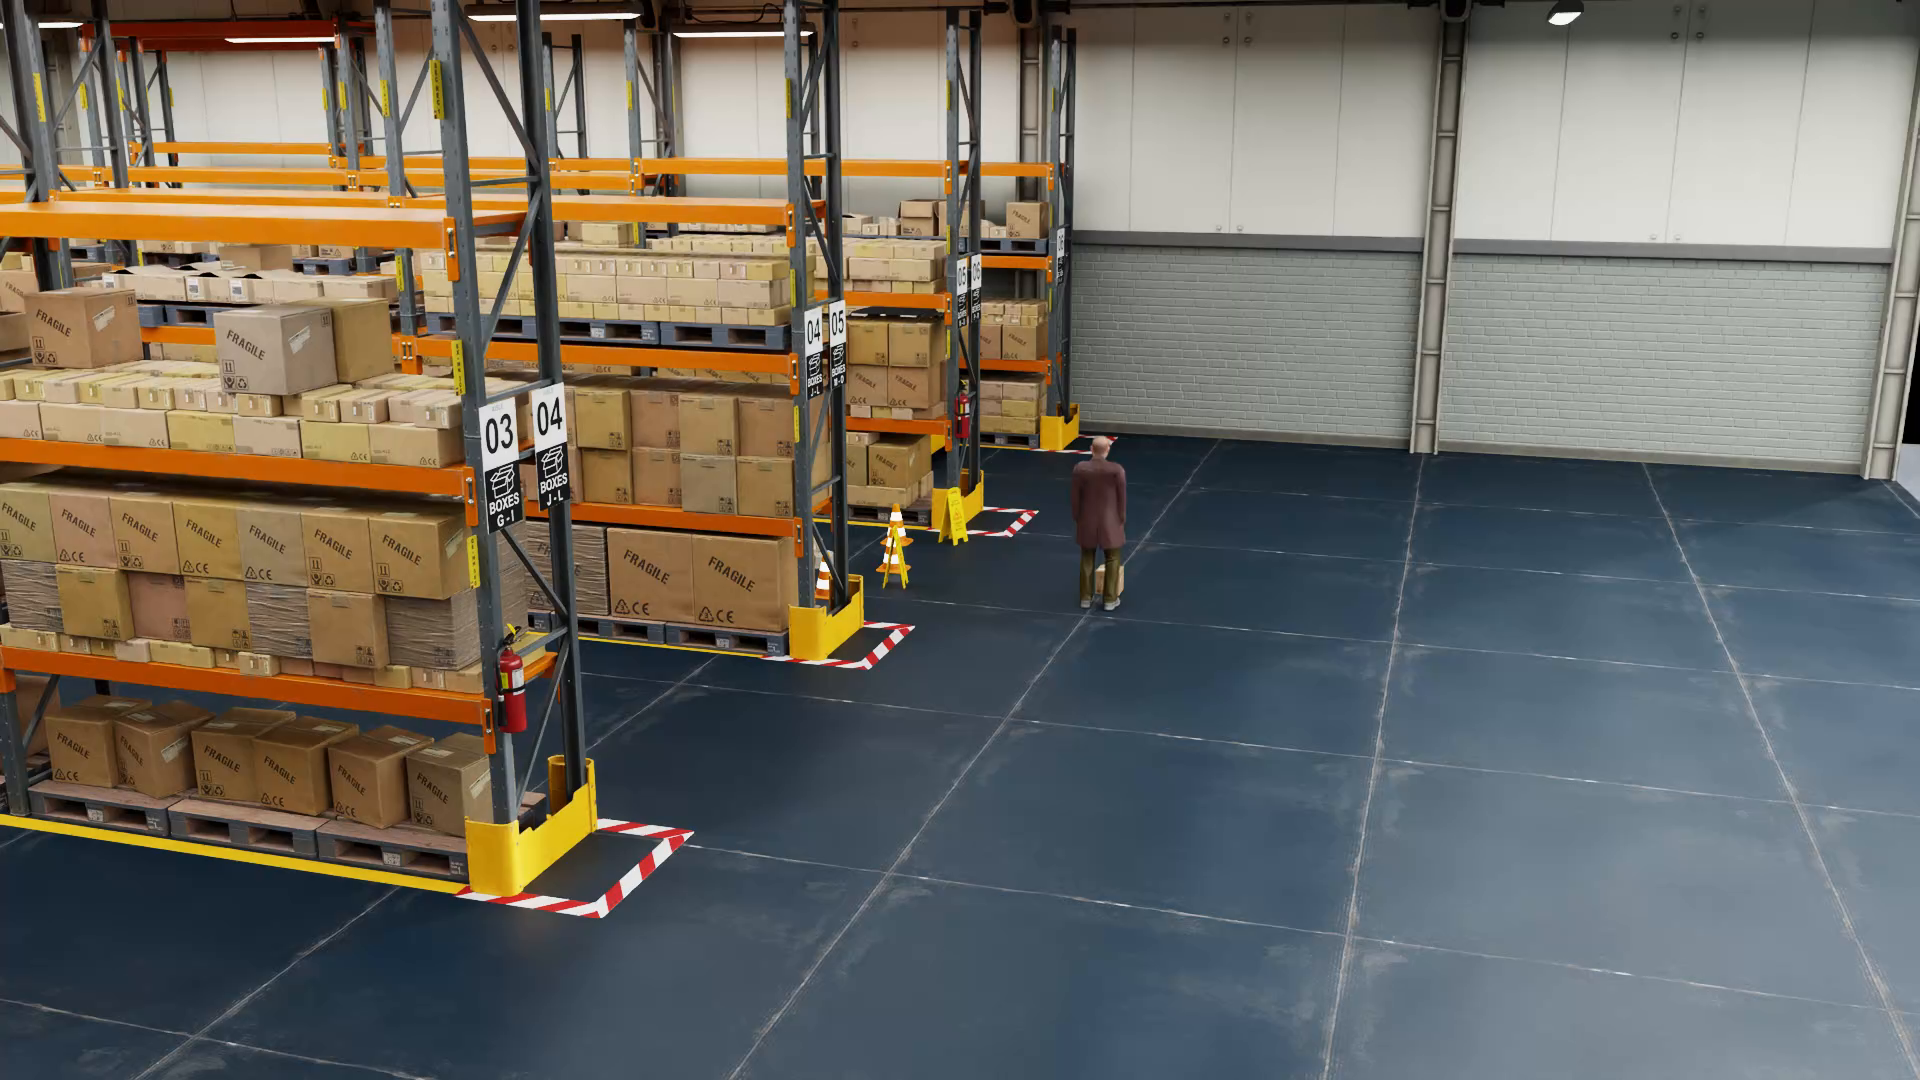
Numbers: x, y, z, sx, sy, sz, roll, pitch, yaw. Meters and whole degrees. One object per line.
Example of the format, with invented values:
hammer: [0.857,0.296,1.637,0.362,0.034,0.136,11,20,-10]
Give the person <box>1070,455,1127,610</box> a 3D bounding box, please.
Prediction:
person: [1.396,-0.095,16.798,0.575,1.587,0.384,5,16,17]
